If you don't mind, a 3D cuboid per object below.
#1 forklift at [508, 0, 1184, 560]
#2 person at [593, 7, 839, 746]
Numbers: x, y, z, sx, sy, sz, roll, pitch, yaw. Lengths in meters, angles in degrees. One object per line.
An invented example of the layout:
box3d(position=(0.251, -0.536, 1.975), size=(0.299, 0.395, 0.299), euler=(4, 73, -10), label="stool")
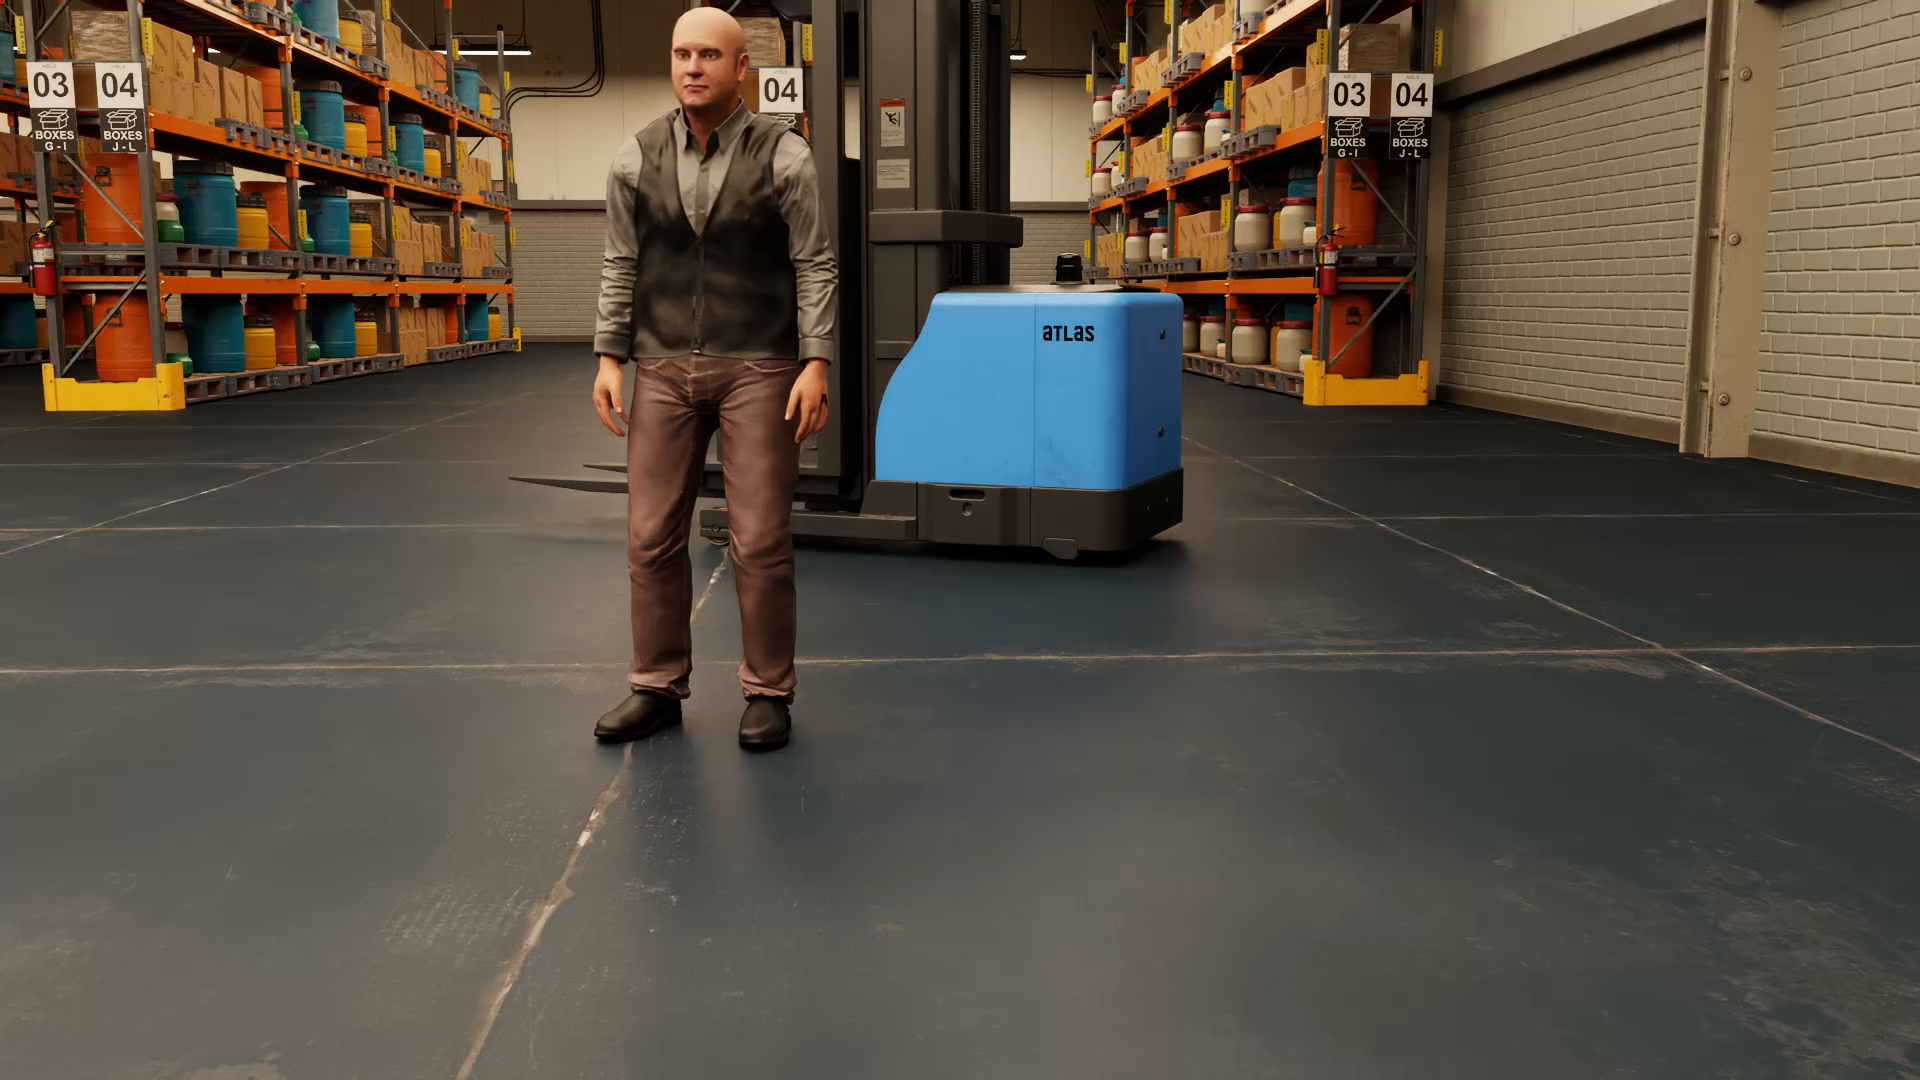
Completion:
box3d(position=(-0.581, -1.484, 7.323), size=(3.031, 2.935, 1.130), euler=(3, 9, 21), label="forklift")
box3d(position=(-0.582, -0.380, 4.012), size=(0.589, 1.721, 0.414), euler=(2, 9, 10), label="person")
